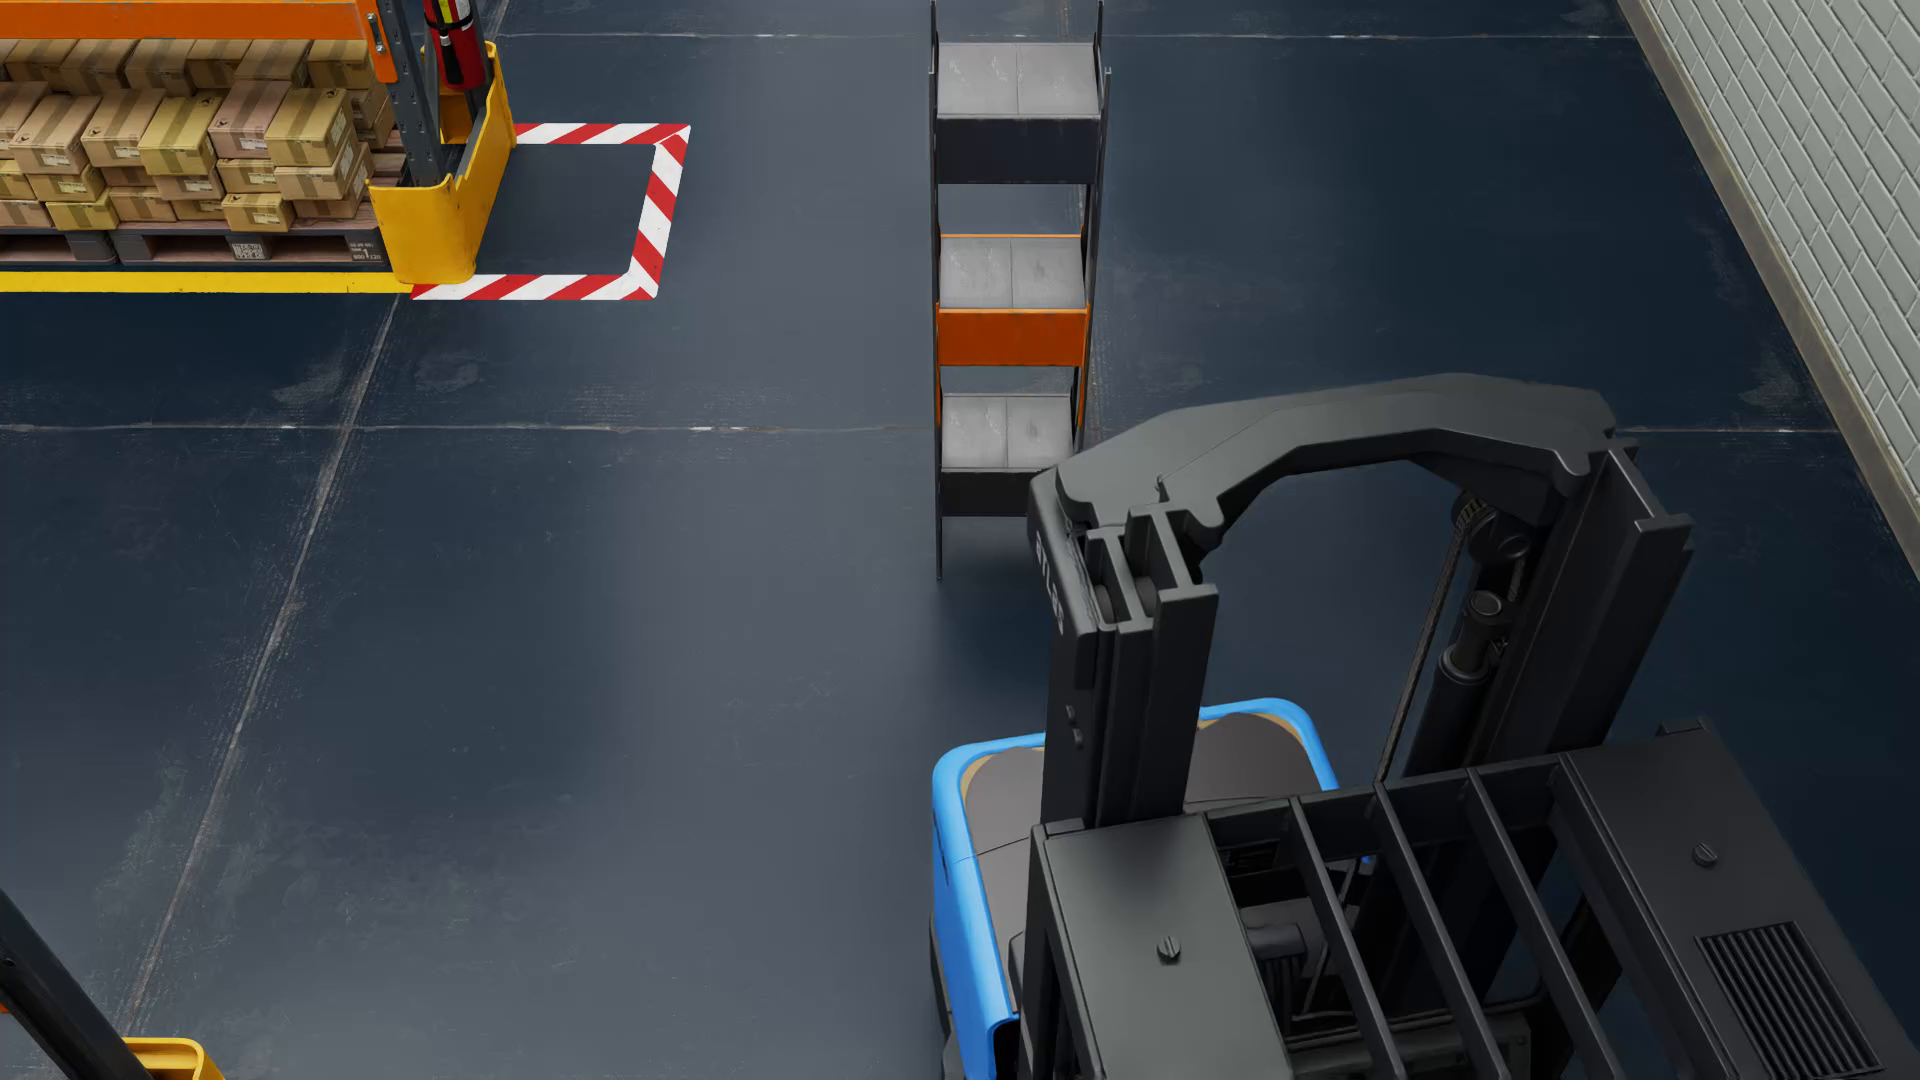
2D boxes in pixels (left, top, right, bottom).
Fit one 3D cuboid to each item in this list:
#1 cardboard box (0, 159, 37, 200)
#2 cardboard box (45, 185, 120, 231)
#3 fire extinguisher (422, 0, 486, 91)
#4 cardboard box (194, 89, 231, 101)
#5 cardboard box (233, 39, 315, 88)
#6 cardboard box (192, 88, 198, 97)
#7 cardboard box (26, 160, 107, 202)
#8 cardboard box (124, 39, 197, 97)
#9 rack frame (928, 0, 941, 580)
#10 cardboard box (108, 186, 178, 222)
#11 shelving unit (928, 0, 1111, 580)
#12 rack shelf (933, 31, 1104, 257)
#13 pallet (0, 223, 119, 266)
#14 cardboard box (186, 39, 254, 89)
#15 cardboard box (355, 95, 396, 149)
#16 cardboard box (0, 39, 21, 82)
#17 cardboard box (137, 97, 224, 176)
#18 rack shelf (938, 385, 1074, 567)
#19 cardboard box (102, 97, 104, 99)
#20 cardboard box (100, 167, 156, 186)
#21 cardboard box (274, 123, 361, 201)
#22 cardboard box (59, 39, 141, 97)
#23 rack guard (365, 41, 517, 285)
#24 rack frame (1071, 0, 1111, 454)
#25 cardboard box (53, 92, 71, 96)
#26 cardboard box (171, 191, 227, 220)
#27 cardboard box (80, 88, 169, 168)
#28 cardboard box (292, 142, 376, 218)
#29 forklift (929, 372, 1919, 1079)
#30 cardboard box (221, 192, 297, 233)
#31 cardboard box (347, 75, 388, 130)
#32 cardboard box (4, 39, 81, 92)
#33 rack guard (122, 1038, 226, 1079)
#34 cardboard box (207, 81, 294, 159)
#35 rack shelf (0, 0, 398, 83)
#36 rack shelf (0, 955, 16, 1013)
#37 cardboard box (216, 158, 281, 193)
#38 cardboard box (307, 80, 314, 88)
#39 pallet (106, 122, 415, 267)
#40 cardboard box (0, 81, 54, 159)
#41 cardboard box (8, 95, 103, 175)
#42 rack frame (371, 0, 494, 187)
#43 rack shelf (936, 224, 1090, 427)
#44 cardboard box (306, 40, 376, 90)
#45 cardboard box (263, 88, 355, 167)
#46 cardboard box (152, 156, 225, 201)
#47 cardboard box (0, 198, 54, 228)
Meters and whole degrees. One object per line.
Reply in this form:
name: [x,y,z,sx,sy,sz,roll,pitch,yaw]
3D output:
cardboard box: [-4.065,-1.644,7.188,0.250,0.149,0.380,2,47,2]
cardboard box: [-3.793,-1.529,7.284,0.250,0.149,0.380,-2,47,-2]
fire extinguisher: [-1.992,-2.080,6.444,0.183,0.674,0.296,0,47,0]
cardboard box: [-3.284,-2.012,7.531,0.250,0.149,0.380,1,47,1]
cardboard box: [-3.041,-2.109,7.418,0.250,0.149,0.380,1,47,1]
cardboard box: [-3.540,-2.092,7.606,0.250,0.149,0.380,1,47,1]
cardboard box: [-3.808,-1.630,7.175,0.250,0.149,0.380,1,47,1]
cardboard box: [-3.540,-2.144,7.450,0.250,0.149,0.380,-2,47,-2]
rack frame: [-0.078,-0.716,5.482,0.015,2.100,0.400,0,47,0]
cardboard box: [-3.537,-1.574,7.326,0.250,0.149,0.380,1,47,1]
shelving unit: [0.166,-0.715,5.481,0.503,2.100,0.431,0,47,0]
rack shelf: [0.166,-1.183,4.979,0.480,0.518,0.431,0,47,0]
pallet: [-4.347,-1.656,7.647,1.213,0.211,1.003,0,47,0]
cardboard box: [-3.292,-2.204,7.506,0.250,0.149,0.380,0,47,0]
cardboard box: [-2.765,-1.979,7.704,0.250,0.149,0.380,1,47,1]
cardboard box: [-4.332,-2.116,7.425,0.250,0.149,0.380,0,47,0]
cardboard box: [-3.283,-1.713,7.049,0.250,0.149,0.380,-1,47,-1]
rack shelf: [0.166,-0.229,6.003,0.480,0.518,0.431,0,47,0]
cardboard box: [-3.805,-2.024,7.542,0.250,0.149,0.380,-2,47,-2]
cardboard box: [-3.559,-1.714,7.253,0.250,0.149,0.380,0,47,0]
cardboard box: [-2.771,-1.637,7.182,0.250,0.149,0.380,-1,47,-1]
cardboard box: [-3.818,-2.151,7.458,0.250,0.149,0.380,2,47,2]
rack guard: [-2.318,-1.720,7.510,0.348,0.500,1.175,0,47,0]
rack frame: [0.410,-0.714,5.480,0.015,2.100,0.400,0,47,0]
cardboard box: [-4.077,-1.994,7.514,0.250,0.149,0.380,2,47,2]
cardboard box: [-3.290,-1.583,7.335,0.250,0.149,0.380,0,47,0]
cardboard box: [-3.541,-1.760,7.093,0.250,0.149,0.380,-2,47,-1]
cardboard box: [-2.769,-1.592,7.344,0.250,0.149,0.380,1,47,1]
forklift: [0.694,1.267,3.068,1.130,2.935,3.031,-8,48,-7]
cardboard box: [-3.027,-1.519,7.275,0.250,0.149,0.380,1,47,1]
cardboard box: [-2.765,-2.034,7.552,0.250,0.149,0.380,2,47,2]
cardboard box: [-4.081,-2.186,7.489,0.250,0.149,0.380,1,47,1]
rack guard: [-2.135,1.903,4.137,0.348,0.500,1.175,0,47,0]
cardboard box: [-3.023,-1.805,7.135,0.250,0.149,0.380,1,47,1]
rack shelf: [-4.242,-2.332,6.863,4.000,0.370,1.077,0,47,0]
rack shelf: [-4.159,1.291,3.490,4.000,0.370,1.077,0,47,0]
cardboard box: [-3.032,-1.678,7.220,0.250,0.149,0.380,-1,47,-1]
cardboard box: [-3.038,-2.076,7.591,0.250,0.149,0.380,0,47,0]
pallet: [-3.130,-1.650,7.642,1.213,0.211,1.003,0,47,0]
cardboard box: [-4.073,-1.802,7.132,0.250,0.149,0.380,-1,47,-1]
cardboard box: [-3.810,-1.720,7.056,0.250,0.149,0.380,2,47,2]
rack frame: [-2.242,-2.572,6.595,0.127,3.000,1.000,0,47,0]
rack shelf: [0.166,-0.706,5.491,0.480,0.518,0.431,0,47,0]
cardboard box: [-2.765,-2.196,7.499,0.250,0.149,0.380,-2,47,-2]
cardboard box: [-2.772,-1.762,7.095,0.250,0.149,0.380,1,47,1]
cardboard box: [-3.290,-1.638,7.183,0.250,0.149,0.380,-2,47,-1]
cardboard box: [-4.066,-1.544,7.299,0.250,0.149,0.380,1,47,1]
